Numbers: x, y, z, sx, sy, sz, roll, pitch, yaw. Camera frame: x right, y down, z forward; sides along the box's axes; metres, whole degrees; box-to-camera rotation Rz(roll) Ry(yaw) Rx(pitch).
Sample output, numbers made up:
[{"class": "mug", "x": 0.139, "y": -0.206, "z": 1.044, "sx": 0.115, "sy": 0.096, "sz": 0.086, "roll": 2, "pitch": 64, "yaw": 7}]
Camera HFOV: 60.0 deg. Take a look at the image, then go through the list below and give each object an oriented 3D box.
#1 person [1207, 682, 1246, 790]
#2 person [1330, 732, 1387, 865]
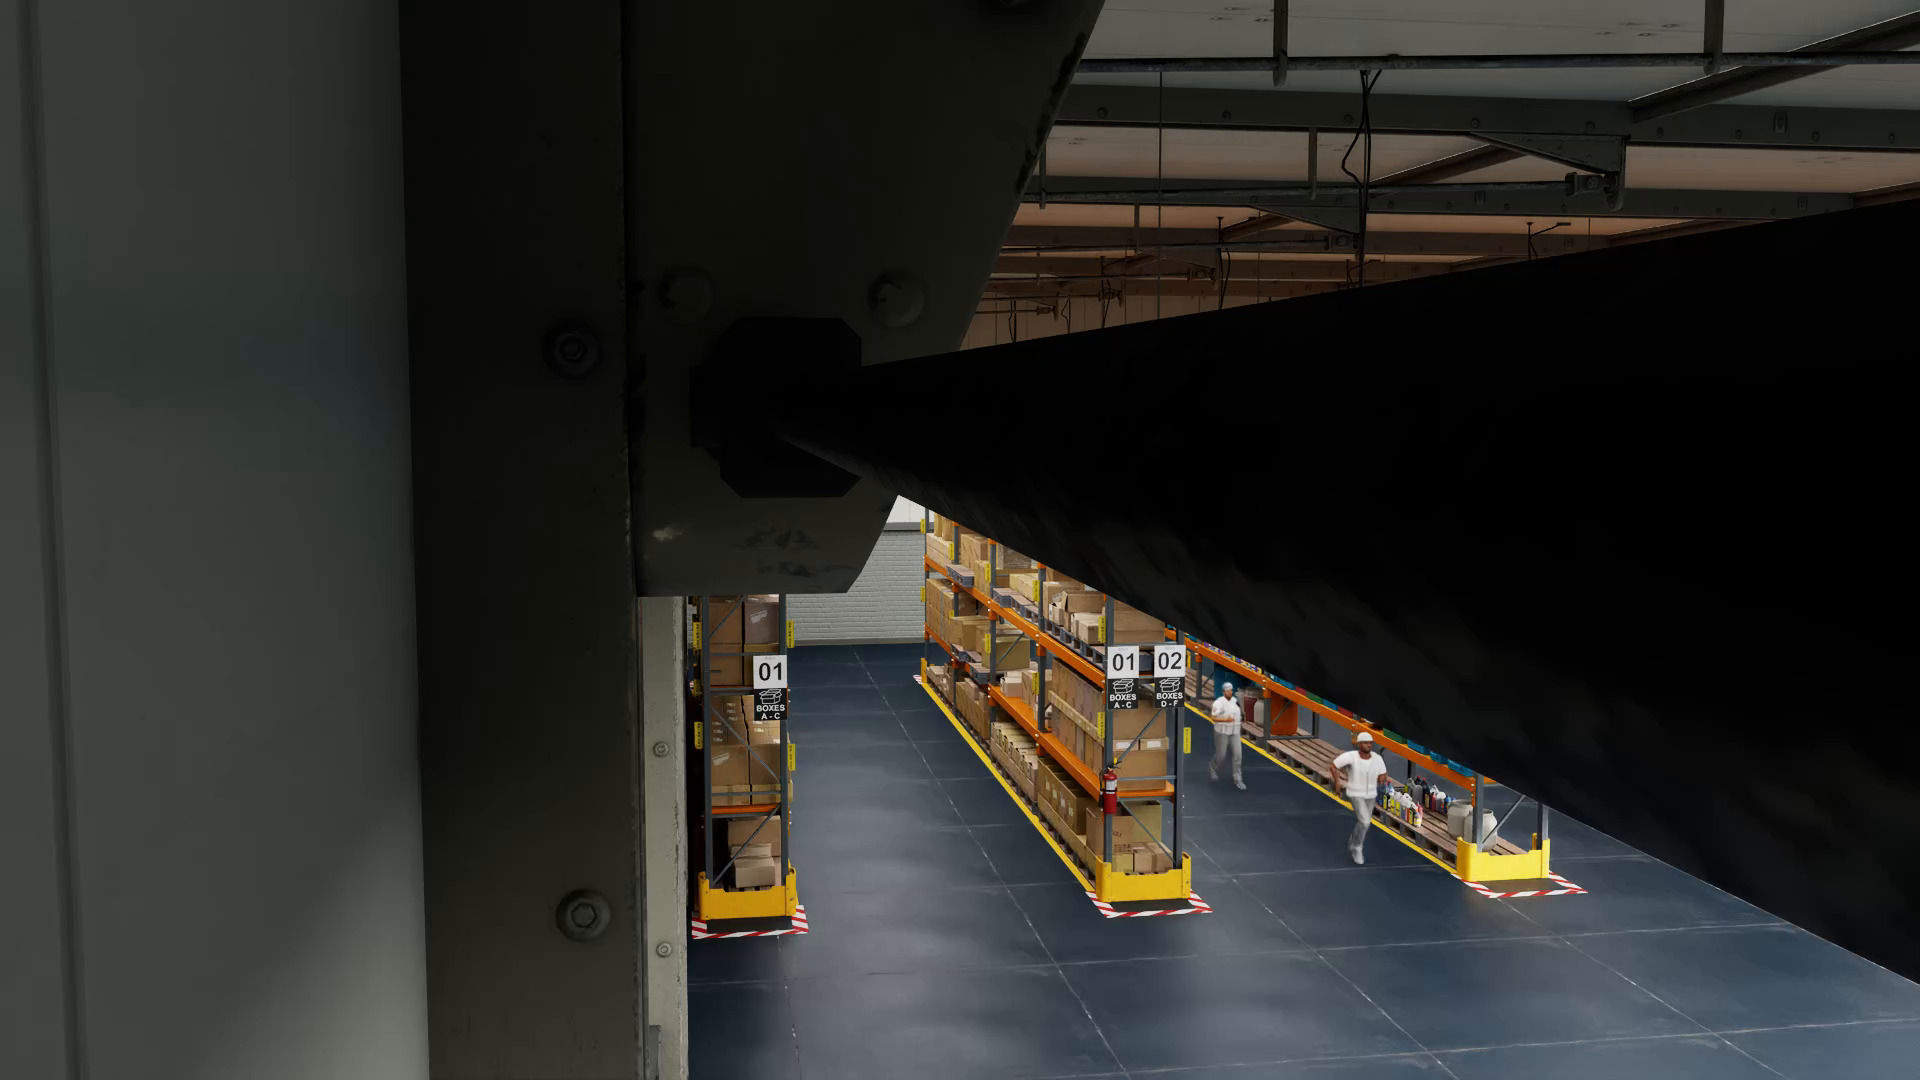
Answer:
[{"class": "person", "x": 4.306, "y": 3.117, "z": 26.792, "sx": 0.608, "sy": 1.661, "sz": 0.880, "roll": -2, "pitch": 5, "yaw": -23}, {"class": "person", "x": 5.442, "y": 3.482, "z": 22.465, "sx": 0.685, "sy": 1.791, "sz": 0.707, "roll": -2, "pitch": 5, "yaw": -18}]
